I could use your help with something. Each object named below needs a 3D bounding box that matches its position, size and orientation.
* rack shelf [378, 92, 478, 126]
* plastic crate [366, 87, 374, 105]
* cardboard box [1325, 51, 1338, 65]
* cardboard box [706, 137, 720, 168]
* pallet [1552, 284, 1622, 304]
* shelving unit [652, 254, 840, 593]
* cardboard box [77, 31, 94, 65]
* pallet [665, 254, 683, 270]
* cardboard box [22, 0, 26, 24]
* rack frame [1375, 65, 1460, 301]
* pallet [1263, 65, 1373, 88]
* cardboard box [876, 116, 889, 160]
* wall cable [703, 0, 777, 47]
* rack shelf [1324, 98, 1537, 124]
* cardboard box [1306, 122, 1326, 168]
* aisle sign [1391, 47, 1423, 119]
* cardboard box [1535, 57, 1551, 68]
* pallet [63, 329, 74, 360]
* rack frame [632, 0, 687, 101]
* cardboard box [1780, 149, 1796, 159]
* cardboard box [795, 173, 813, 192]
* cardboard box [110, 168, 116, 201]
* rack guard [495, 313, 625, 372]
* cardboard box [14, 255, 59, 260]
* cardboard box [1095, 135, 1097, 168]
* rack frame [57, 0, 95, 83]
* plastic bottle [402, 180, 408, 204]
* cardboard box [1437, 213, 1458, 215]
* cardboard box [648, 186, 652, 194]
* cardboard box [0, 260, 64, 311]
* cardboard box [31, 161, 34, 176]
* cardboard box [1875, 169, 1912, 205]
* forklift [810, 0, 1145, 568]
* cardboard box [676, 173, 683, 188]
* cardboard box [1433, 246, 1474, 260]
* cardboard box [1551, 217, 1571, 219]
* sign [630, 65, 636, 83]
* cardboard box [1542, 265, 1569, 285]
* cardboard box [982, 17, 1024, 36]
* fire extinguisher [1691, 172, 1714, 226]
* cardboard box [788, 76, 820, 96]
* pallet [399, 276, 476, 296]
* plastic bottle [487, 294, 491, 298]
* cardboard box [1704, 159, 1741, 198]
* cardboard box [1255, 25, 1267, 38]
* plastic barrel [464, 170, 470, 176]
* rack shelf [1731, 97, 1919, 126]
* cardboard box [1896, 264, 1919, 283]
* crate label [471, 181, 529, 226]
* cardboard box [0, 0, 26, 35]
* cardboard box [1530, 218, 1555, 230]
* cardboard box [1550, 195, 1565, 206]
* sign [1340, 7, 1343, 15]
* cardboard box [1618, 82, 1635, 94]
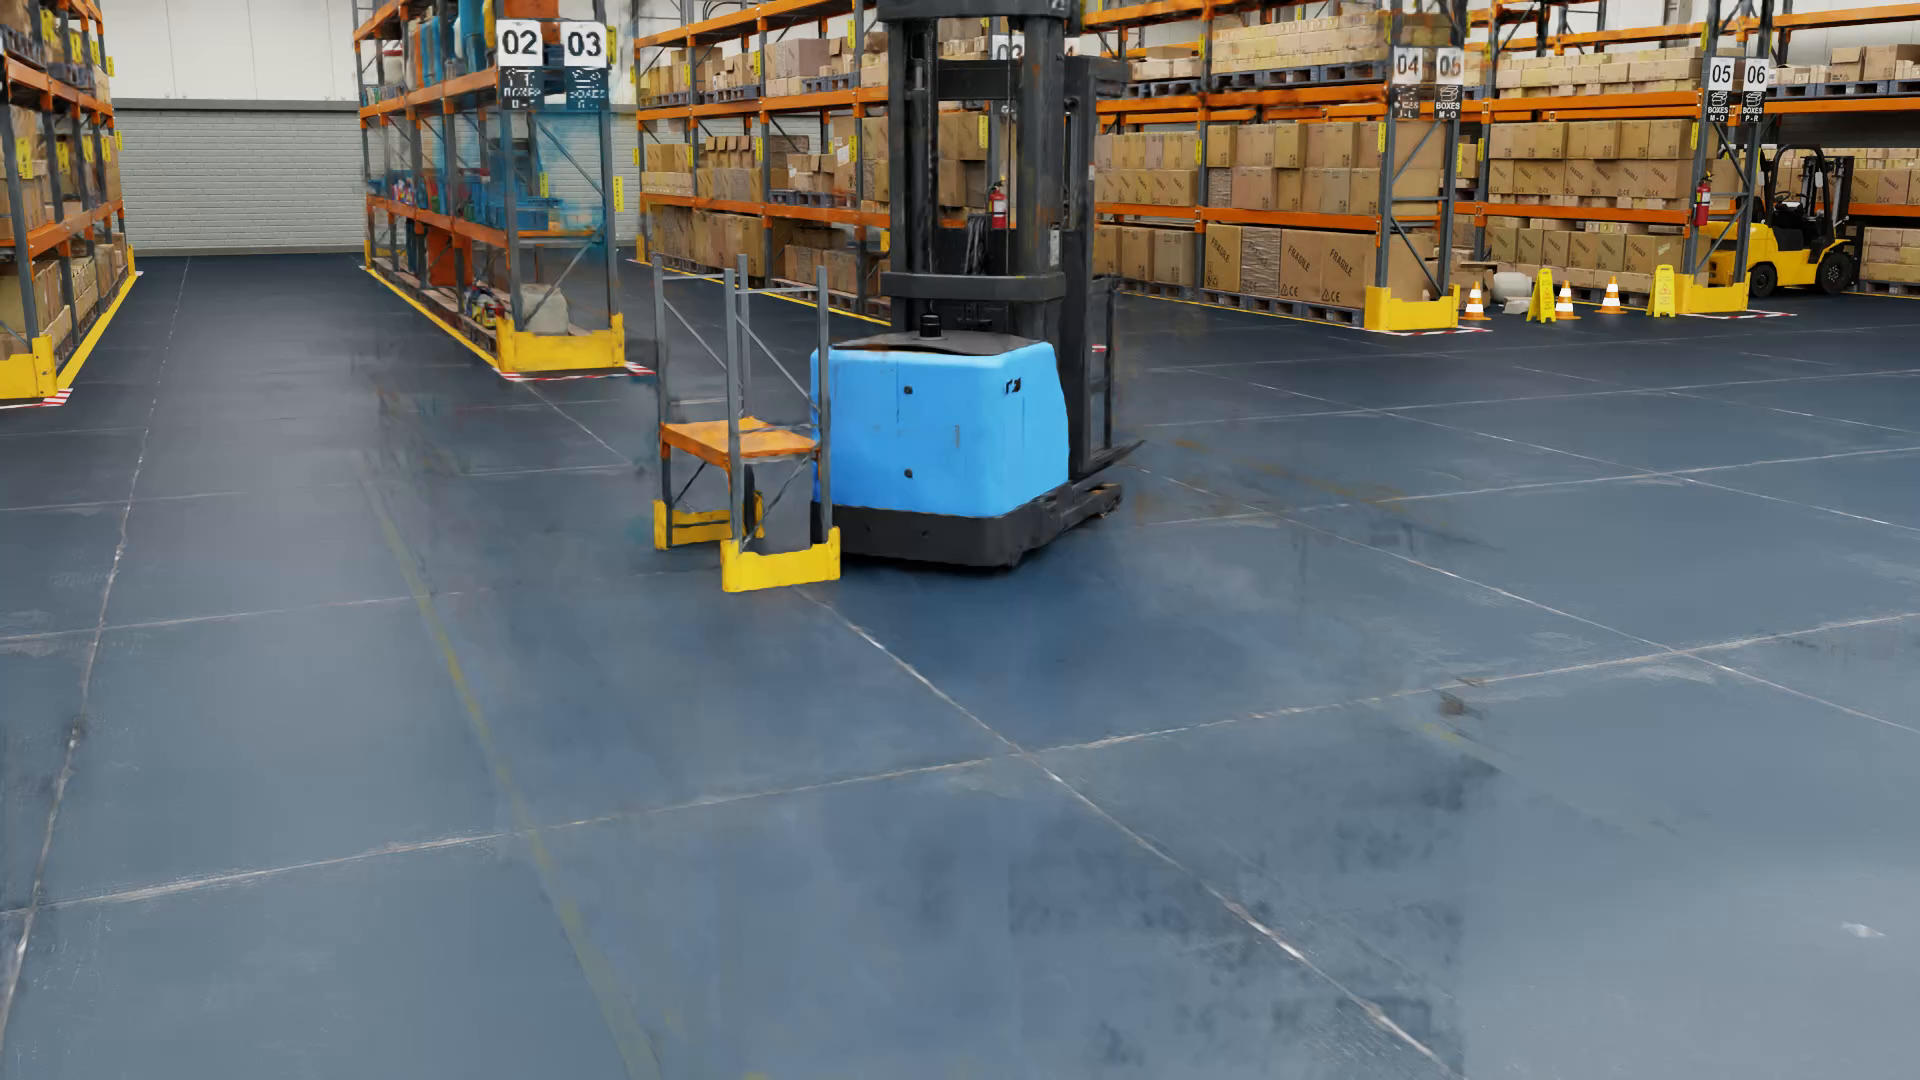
[{"bbox_3d":[-7.776,-6.294,24.353,1.077,0.370,4.000,-6,14,-23],"label":"rack shelf"},{"bbox_3d":[-9.575,-7.340,27.542,0.437,0.282,0.530,-6,14,-23],"label":"plastic crate"},{"bbox_3d":[4.605,-5.779,19.938,0.380,0.149,0.250,-5,14,-22],"label":"cardboard box"},{"bbox_3d":[-3.776,-6.449,27.637,0.797,0.503,0.637,-6,14,-24],"label":"cardboard box"},{"bbox_3d":[9.040,-3.539,23.693,1.003,0.211,1.213,-6,14,-23],"label":"pallet"},{"bbox_3d":[-1.089,-0.620,8.221,0.587,1.500,1.083,-7,15,-28],"label":"shelving unit"},{"bbox_3d":[-13.418,-7.360,24.924,0.700,0.500,0.500,-6,14,-23],"label":"cardboard box"},{"bbox_3d":[-4.765,-5.101,30.443,1.003,0.211,1.213,-6,14,-23],"label":"pallet"},{"bbox_3d":[-10.124,-5.586,17.437,0.500,0.500,0.500,-5,14,-22],"label":"cardboard box"},{"bbox_3d":[5.353,-3.991,19.462,1.000,3.000,0.127,-6,14,-23],"label":"rack frame"},{"bbox_3d":[4.554,-5.814,20.882,1.003,0.211,1.213,-6,14,-23],"label":"pallet"},{"bbox_3d":[-0.686,-4.852,20.083,0.500,0.500,0.500,-6,14,-23],"label":"cardboard box"},{"bbox_3d":[-4.748,-12.839,37.253,2.277,5.999,0.120,-6,14,-23],"label":"wall cable"},{"bbox_3d":[7.444,-6.810,26.583,1.077,0.370,4.000,-6,14,-23],"label":"rack shelf"},{"bbox_3d":[4.835,-4.904,20.677,0.875,0.550,0.550,-6,14,-23],"label":"cardboard box"},{"bbox_3d":[5.106,-5.216,18.988,0.394,0.787,0.004,-6,14,-23],"label":"aisle sign"},{"bbox_3d":[8.382,-6.755,23.541,0.380,0.149,0.250,-6,14,-23],"label":"cardboard box"},{"bbox_3d":[-9.633,-1.970,16.912,1.003,0.211,1.213,-6,14,-23],"label":"pallet"},{"bbox_3d":[-5.641,-9.792,31.223,1.000,3.000,0.127,-6,14,-23],"label":"rack frame"},{"bbox_3d":[12.955,-5.991,25.784,0.380,0.149,0.250,-5,14,-22],"label":"cardboard box"},{"bbox_3d":[-1.976,-4.981,23.141,0.500,0.250,0.500,-6,14,-25],"label":"cardboard box"},{"bbox_3d":[-13.478,-5.537,25.919,0.500,0.500,0.500,-6,14,-23],"label":"cardboard box"},{"bbox_3d":[-3.844,-1.910,16.015,1.175,0.500,0.348,-6,14,-23],"label":"rack guard"},{"bbox_3d":[-12.105,-3.491,21.871,0.500,0.500,0.500,-5,14,-21],"label":"cardboard box"},{"bbox_3d":[2.319,-6.086,26.075,0.700,0.500,0.500,-6,14,-23],"label":"cardboard box"},{"bbox_3d":[-13.118,-8.072,23.789,1.000,3.000,0.127,-6,14,-23],"label":"rack frame"},{"bbox_3d":[-8.139,-5.129,24.488,0.144,0.351,0.185,-6,14,-23],"label":"plastic bottle"},{"bbox_3d":[9.783,-6.490,33.432,0.380,0.149,0.250,-6,15,-26],"label":"cardboard box"},{"bbox_3d":[-5.595,-6.538,31.025,0.380,0.149,0.250,-6,14,-24],"label":"cardboard box"},{"bbox_3d":[-9.337,-2.546,16.723,0.500,0.500,0.500,-6,14,-23],"label":"cardboard box"},{"bbox_3d":[-8.991,-3.507,15.711,0.380,0.149,0.250,-5,14,-21],"label":"cardboard box"},{"bbox_3d":[13.757,-5.143,24.217,0.500,0.500,0.500,-5,14,-21],"label":"cardboard box"},{"bbox_3d":[0.288,-1.582,9.204,1.130,2.935,3.031,5,14,22],"label":"forklift"},{"bbox_3d":[-4.666,-6.289,29.064,0.500,0.250,0.500,-5,14,-21],"label":"cardboard box"},{"bbox_3d":[7.742,-4.466,26.411,0.950,0.372,0.625,-5,14,-19],"label":"cardboard box"},{"bbox_3d":[11.266,-6.000,31.314,0.380,0.149,0.250,-5,14,-20],"label":"cardboard box"},{"bbox_3d":[-6.152,-8.746,31.242,0.100,0.325,0.005,-6,14,-23],"label":"sign"},{"bbox_3d":[8.674,-3.786,23.740,0.500,0.250,0.500,-6,14,-24],"label":"cardboard box"},{"bbox_3d":[0.420,-5.794,18.608,0.500,0.500,0.500,-6,14,-23],"label":"cardboard box"},{"bbox_3d":[9.471,-4.356,21.211,0.296,0.674,0.183,-6,14,-23],"label":"fire extinguisher"},{"bbox_3d":[-2.062,-6.274,23.004,0.500,0.250,0.500,-5,14,-22],"label":"cardboard box"},{"bbox_3d":[-7.814,-3.822,24.914,1.003,0.211,1.213,-6,14,-23],"label":"pallet"},{"bbox_3d":[-5.261,-2.605,18.547,0.097,0.271,0.097,0,13,0],"label":"plastic bottle"},{"bbox_3d":[9.912,-4.776,21.970,0.500,0.500,0.500,-6,14,-24],"label":"cardboard box"},{"bbox_3d":[3.995,-6.482,21.207,0.380,0.149,0.250,-5,14,-22],"label":"cardboard box"},{"bbox_3d":[-6.367,-4.631,21.977,0.421,0.512,0.421,0,13,0],"label":"plastic barrel"},{"bbox_3d":[13.593,-6.432,24.953,1.077,0.370,4.000,-6,14,-23],"label":"rack shelf"},{"bbox_3d":[13.917,-3.842,23.983,0.500,0.250,0.500,-6,14,-23],"label":"cardboard box"},{"bbox_3d":[-4.756,-3.490,17.217,0.502,0.435,0.616,-6,14,-23],"label":"crate label"},{"bbox_3d":[-8.725,-4.821,14.930,0.500,0.500,0.500,-6,14,-23],"label":"cardboard box"},{"bbox_3d":[8.437,-4.548,23.934,0.380,0.149,0.250,-5,14,-21],"label":"cardboard box"},{"bbox_3d":[8.582,-4.804,23.531,0.380,0.149,0.250,-6,14,-23],"label":"cardboard box"},{"bbox_3d":[8.502,-11.715,37.106,0.100,0.325,0.005,-6,14,-23],"label":"sign"},{"bbox_3d":[9.060,-6.058,22.299,0.380,0.149,0.250,-6,14,-23],"label":"cardboard box"}]
